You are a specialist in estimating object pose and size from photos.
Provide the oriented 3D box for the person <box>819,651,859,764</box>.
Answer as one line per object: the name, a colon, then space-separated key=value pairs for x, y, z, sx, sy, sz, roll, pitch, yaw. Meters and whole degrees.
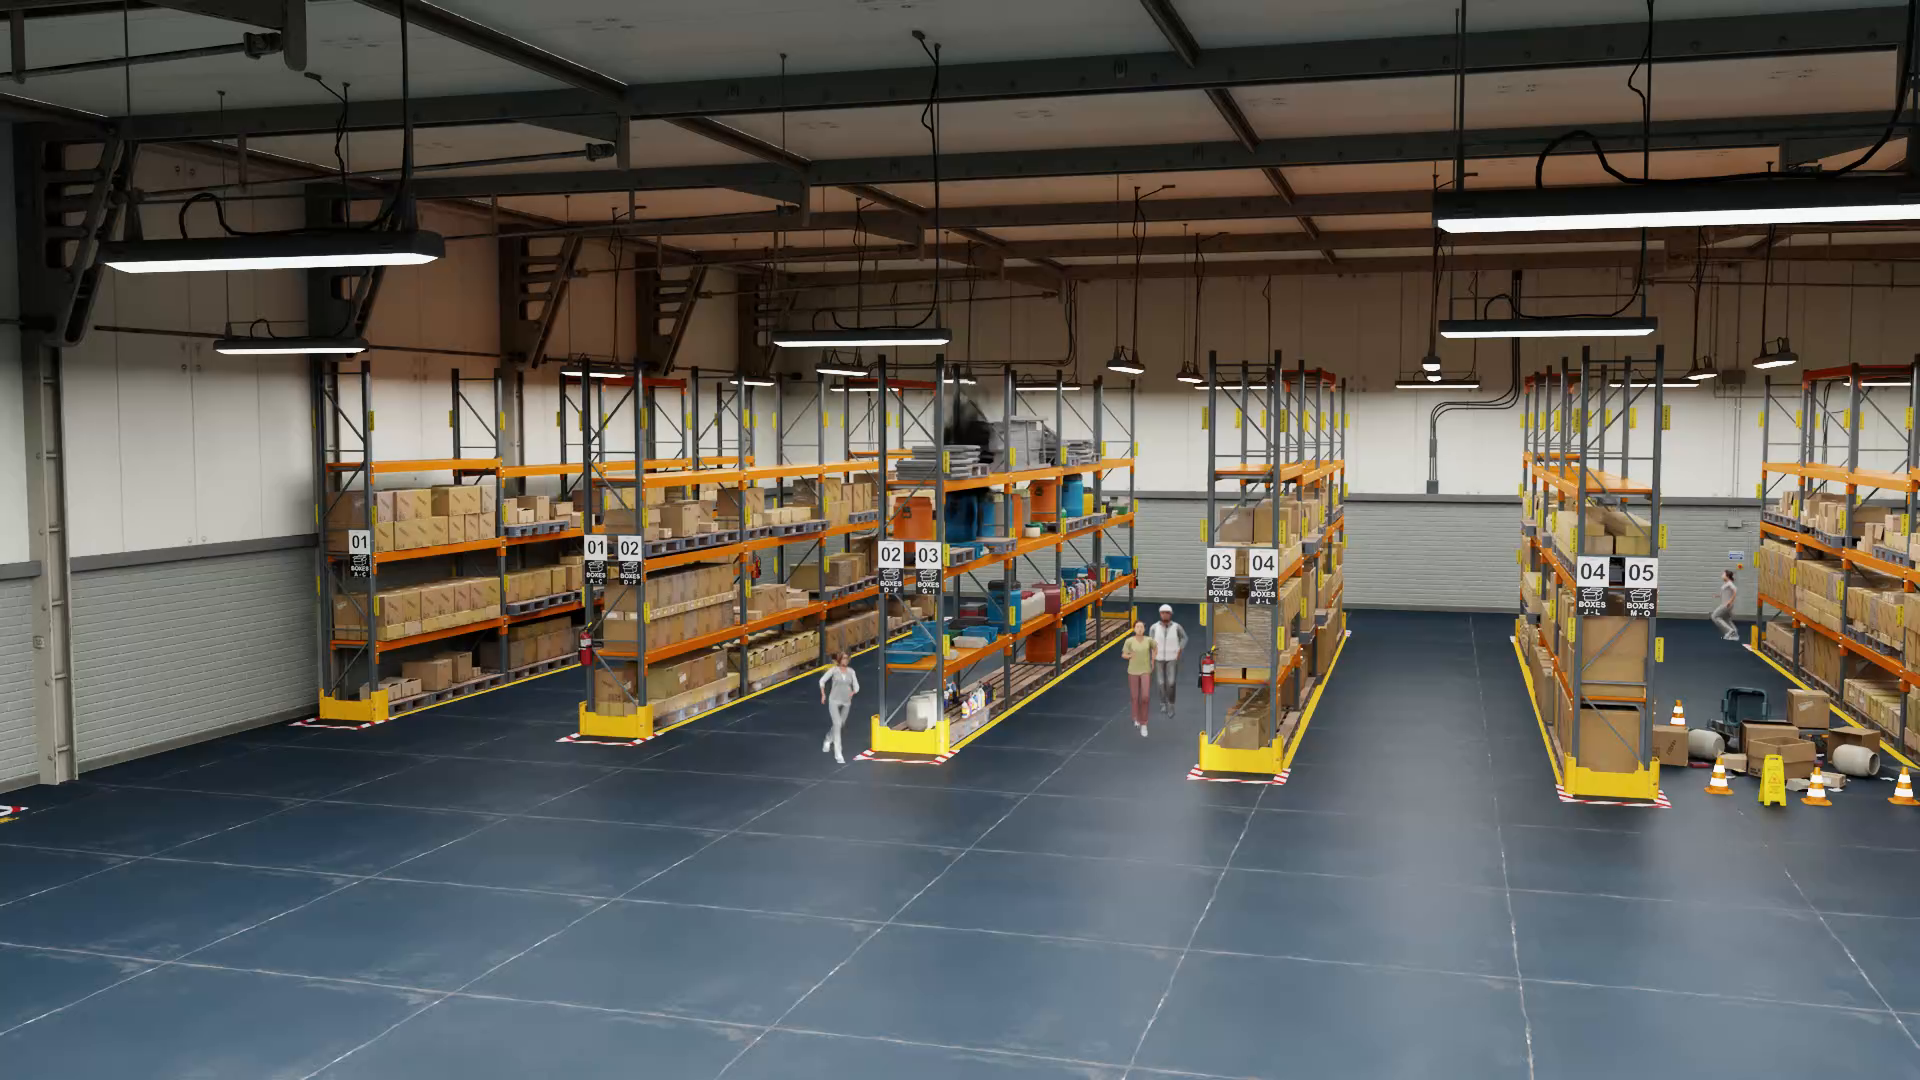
person: x=-1.759 y=2.443 z=24.582 sx=0.566 sy=1.581 sz=0.807 roll=-2 pitch=4 yaw=-24

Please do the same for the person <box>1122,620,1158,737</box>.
person: x=2.737 y=2.088 z=25.313 sx=0.558 sy=1.758 sz=0.652 roll=0 pitch=4 yaw=5

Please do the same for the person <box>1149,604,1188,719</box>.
person: x=3.306 y=1.955 z=26.672 sx=0.642 sy=1.834 sz=0.651 roll=1 pitch=4 yaw=14

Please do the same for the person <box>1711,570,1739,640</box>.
person: x=17.440 y=1.486 z=37.867 sx=0.598 sy=1.606 sz=0.653 roll=2 pitch=5 yaw=26
